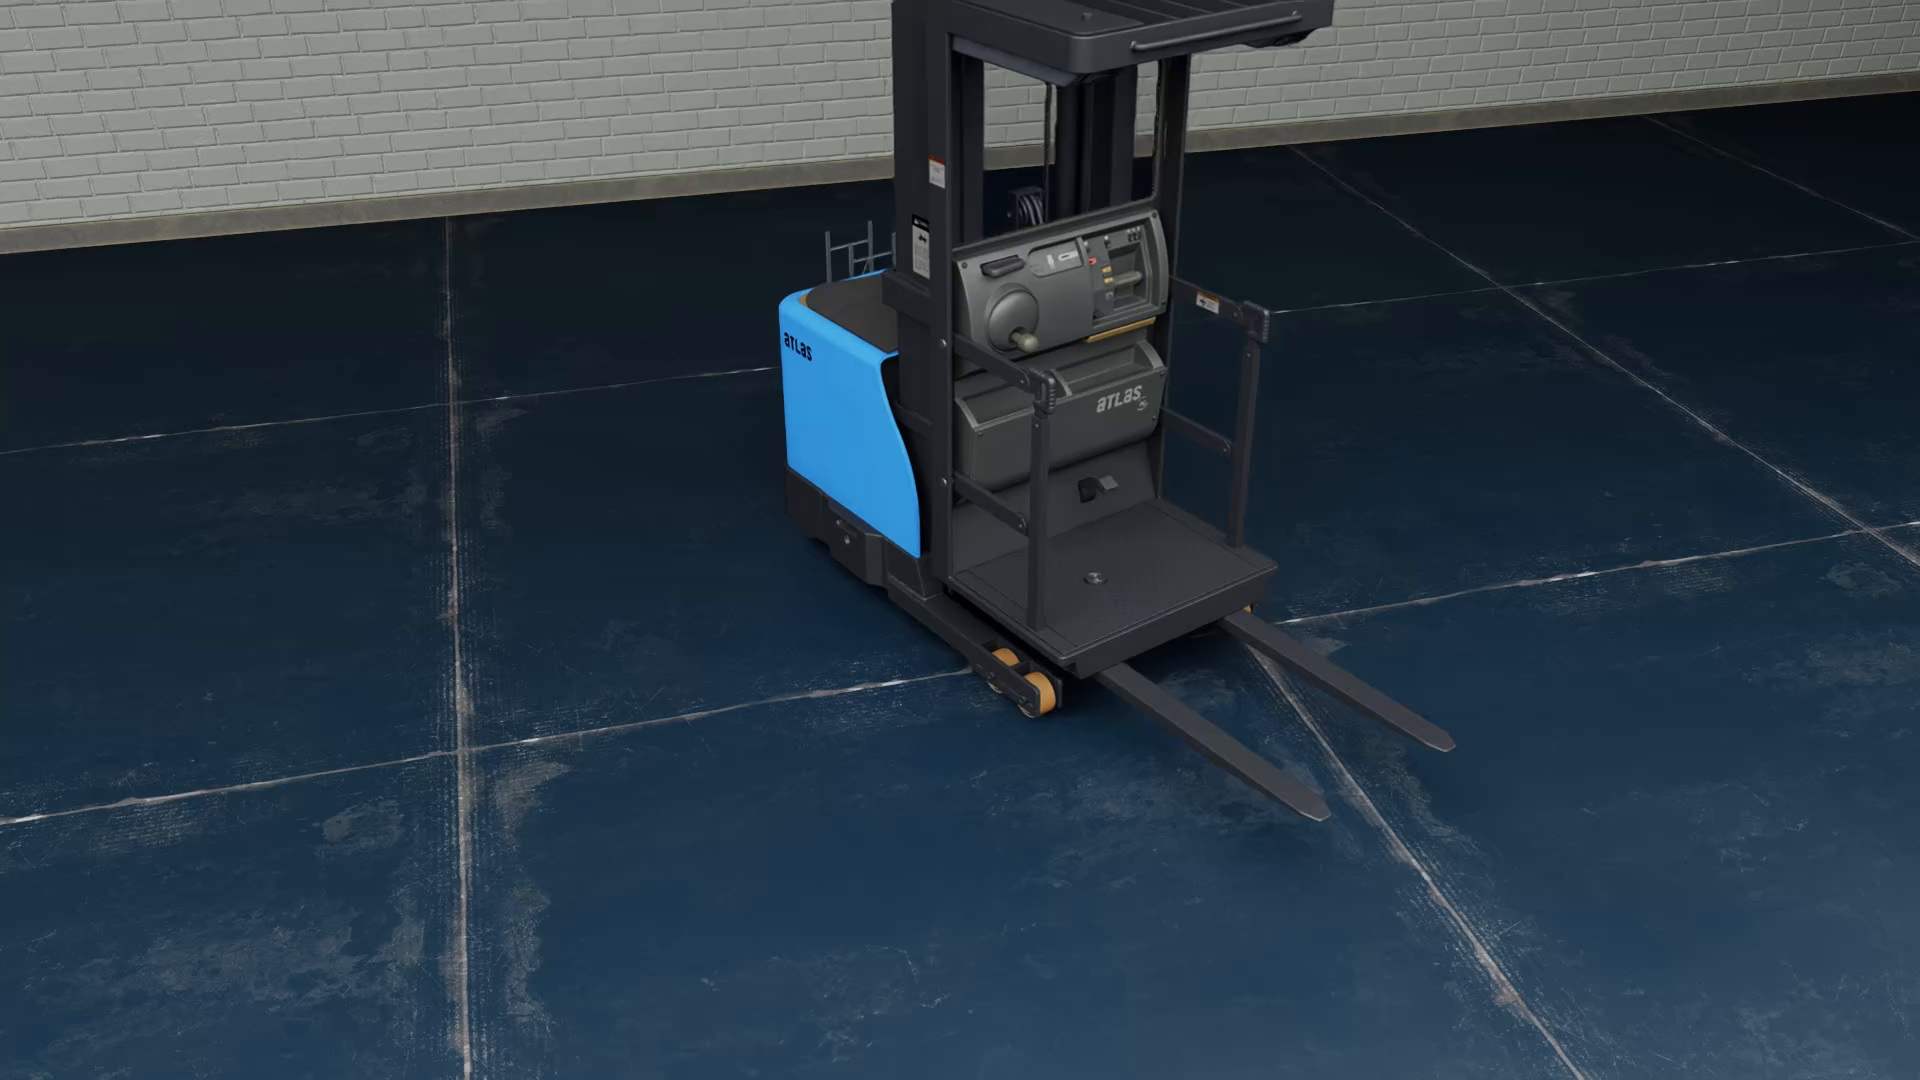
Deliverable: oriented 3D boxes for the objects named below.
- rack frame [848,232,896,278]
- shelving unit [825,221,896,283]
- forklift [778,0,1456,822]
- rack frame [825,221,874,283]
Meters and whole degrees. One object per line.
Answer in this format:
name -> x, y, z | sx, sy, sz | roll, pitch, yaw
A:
rack frame -> -0.373, -0.766, 7.376 | 0.240, 1.200, 0.006 | -20, 36, -31
shelving unit -> -0.427, -0.803, 7.440 | 0.258, 1.200, 0.189 | -20, 36, -31
forklift -> 0.512, -0.894, 5.869 | 1.130, 2.935, 3.031 | -20, 36, -31
rack frame -> -0.481, -0.840, 7.503 | 0.240, 1.200, 0.006 | -20, 36, -31
